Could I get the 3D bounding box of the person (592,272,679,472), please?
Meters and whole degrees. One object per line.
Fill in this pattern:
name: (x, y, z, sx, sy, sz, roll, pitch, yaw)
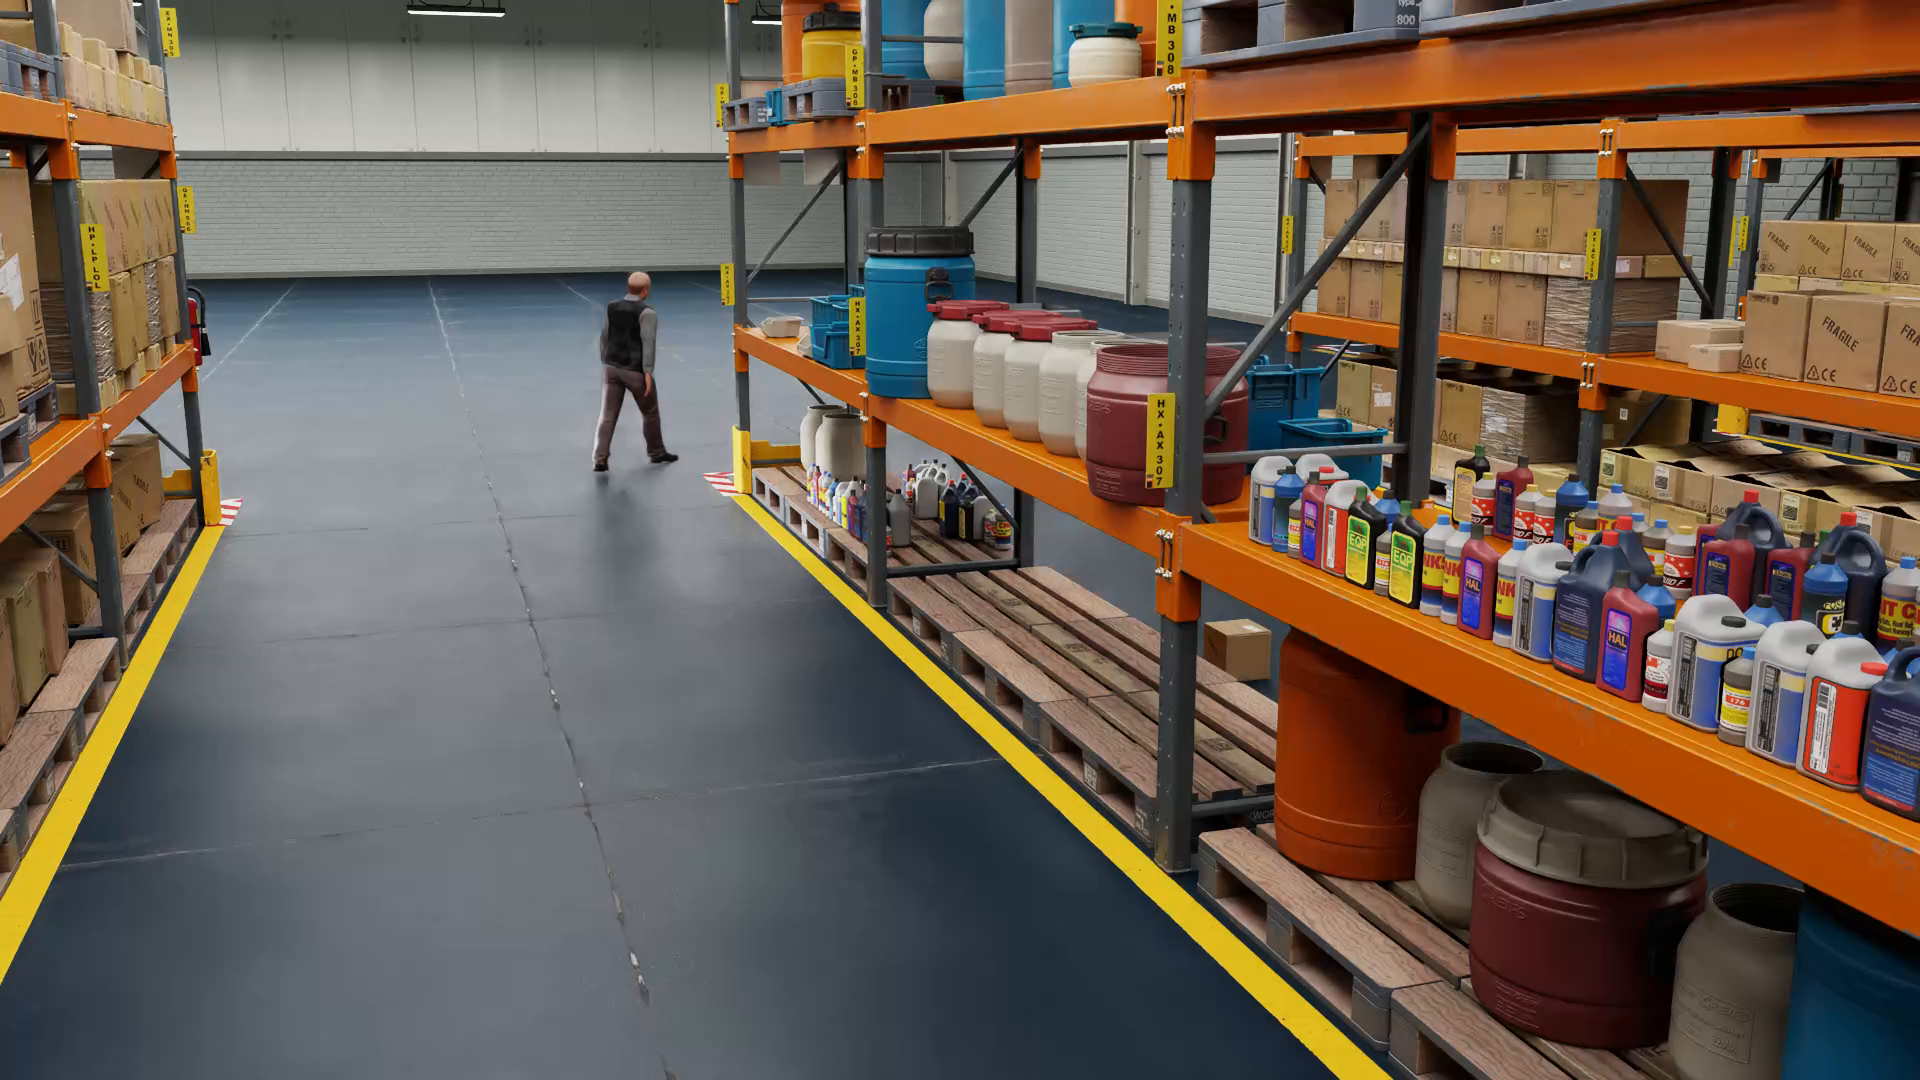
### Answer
person: (-2.783, -1.435, 14.094, 0.616, 1.665, 0.960, 3, 13, 15)
